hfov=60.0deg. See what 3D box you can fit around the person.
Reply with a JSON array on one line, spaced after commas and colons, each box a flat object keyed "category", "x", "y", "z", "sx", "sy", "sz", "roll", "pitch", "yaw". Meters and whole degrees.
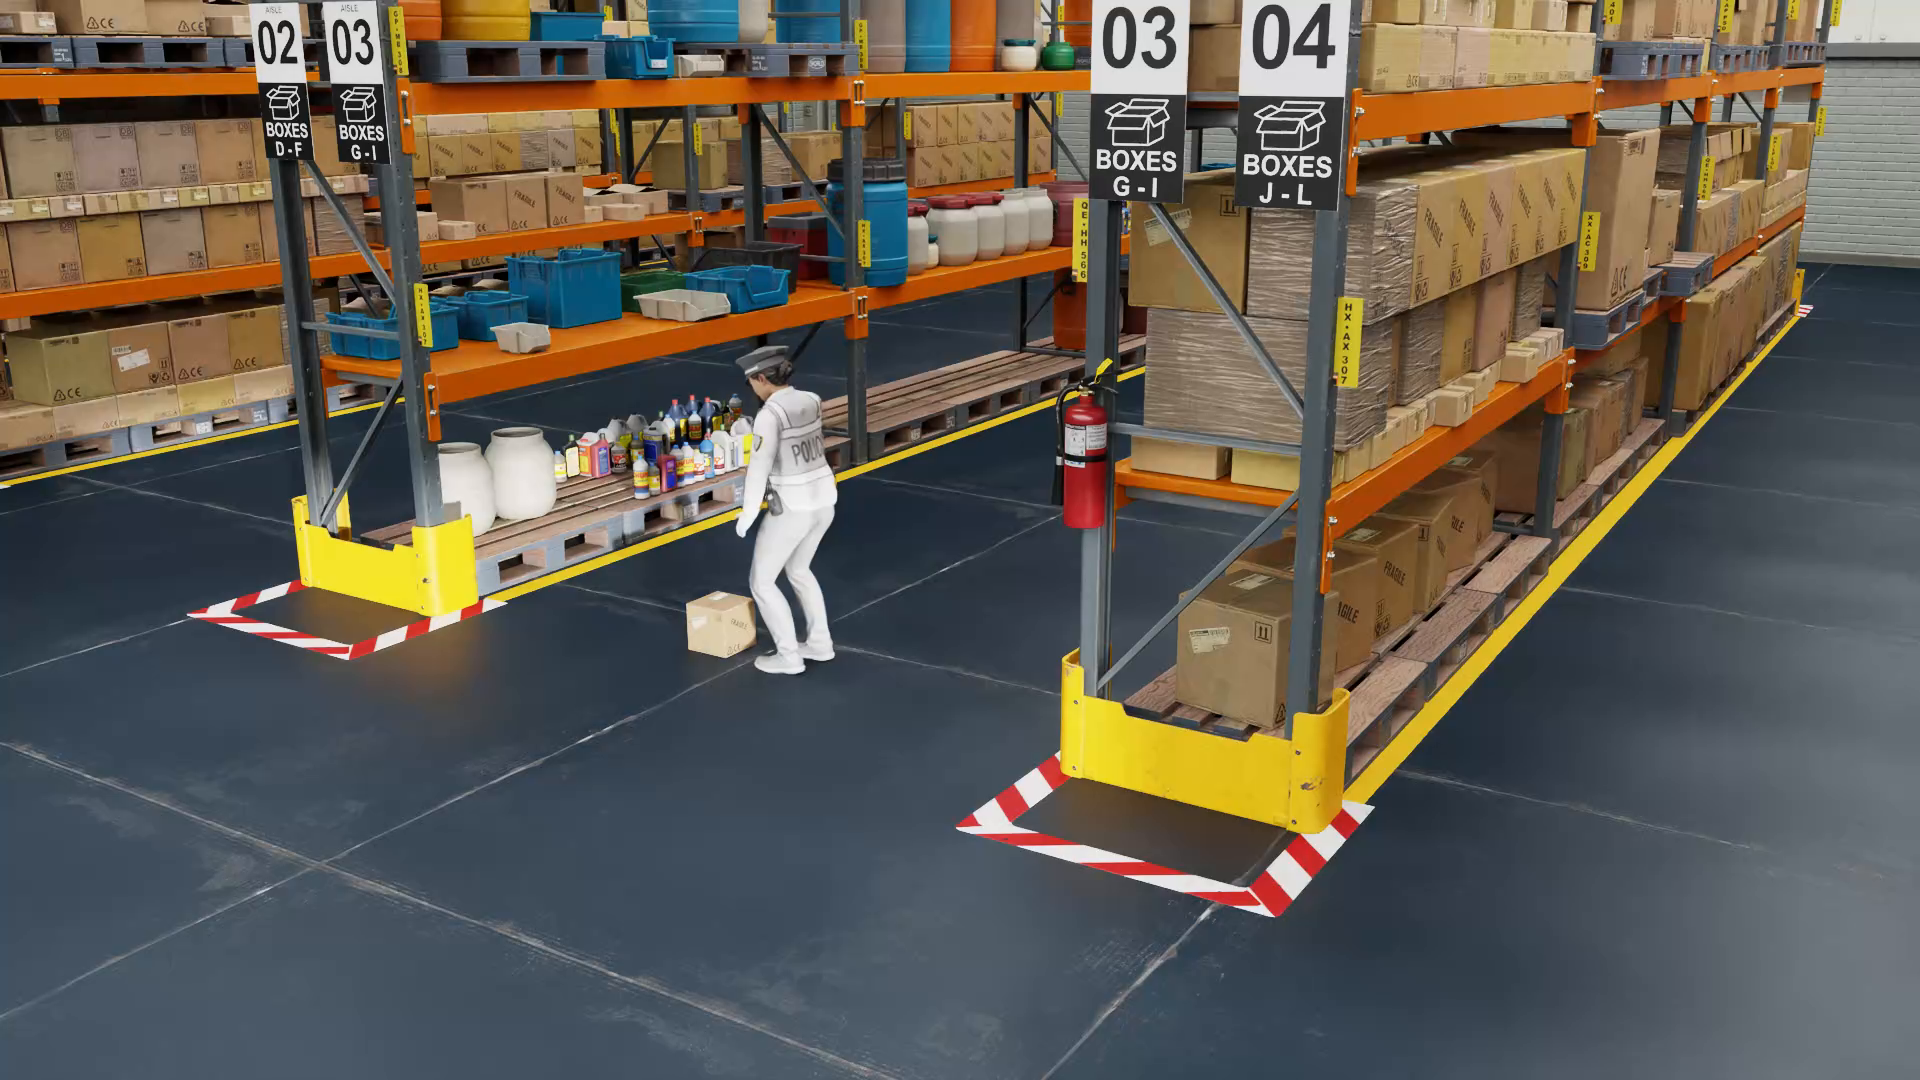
[{"category": "person", "x": -0.867, "y": -0.125, "z": 8.143, "sx": 0.522, "sy": 1.576, "sz": 0.516, "roll": 10, "pitch": 19, "yaw": 31}]
